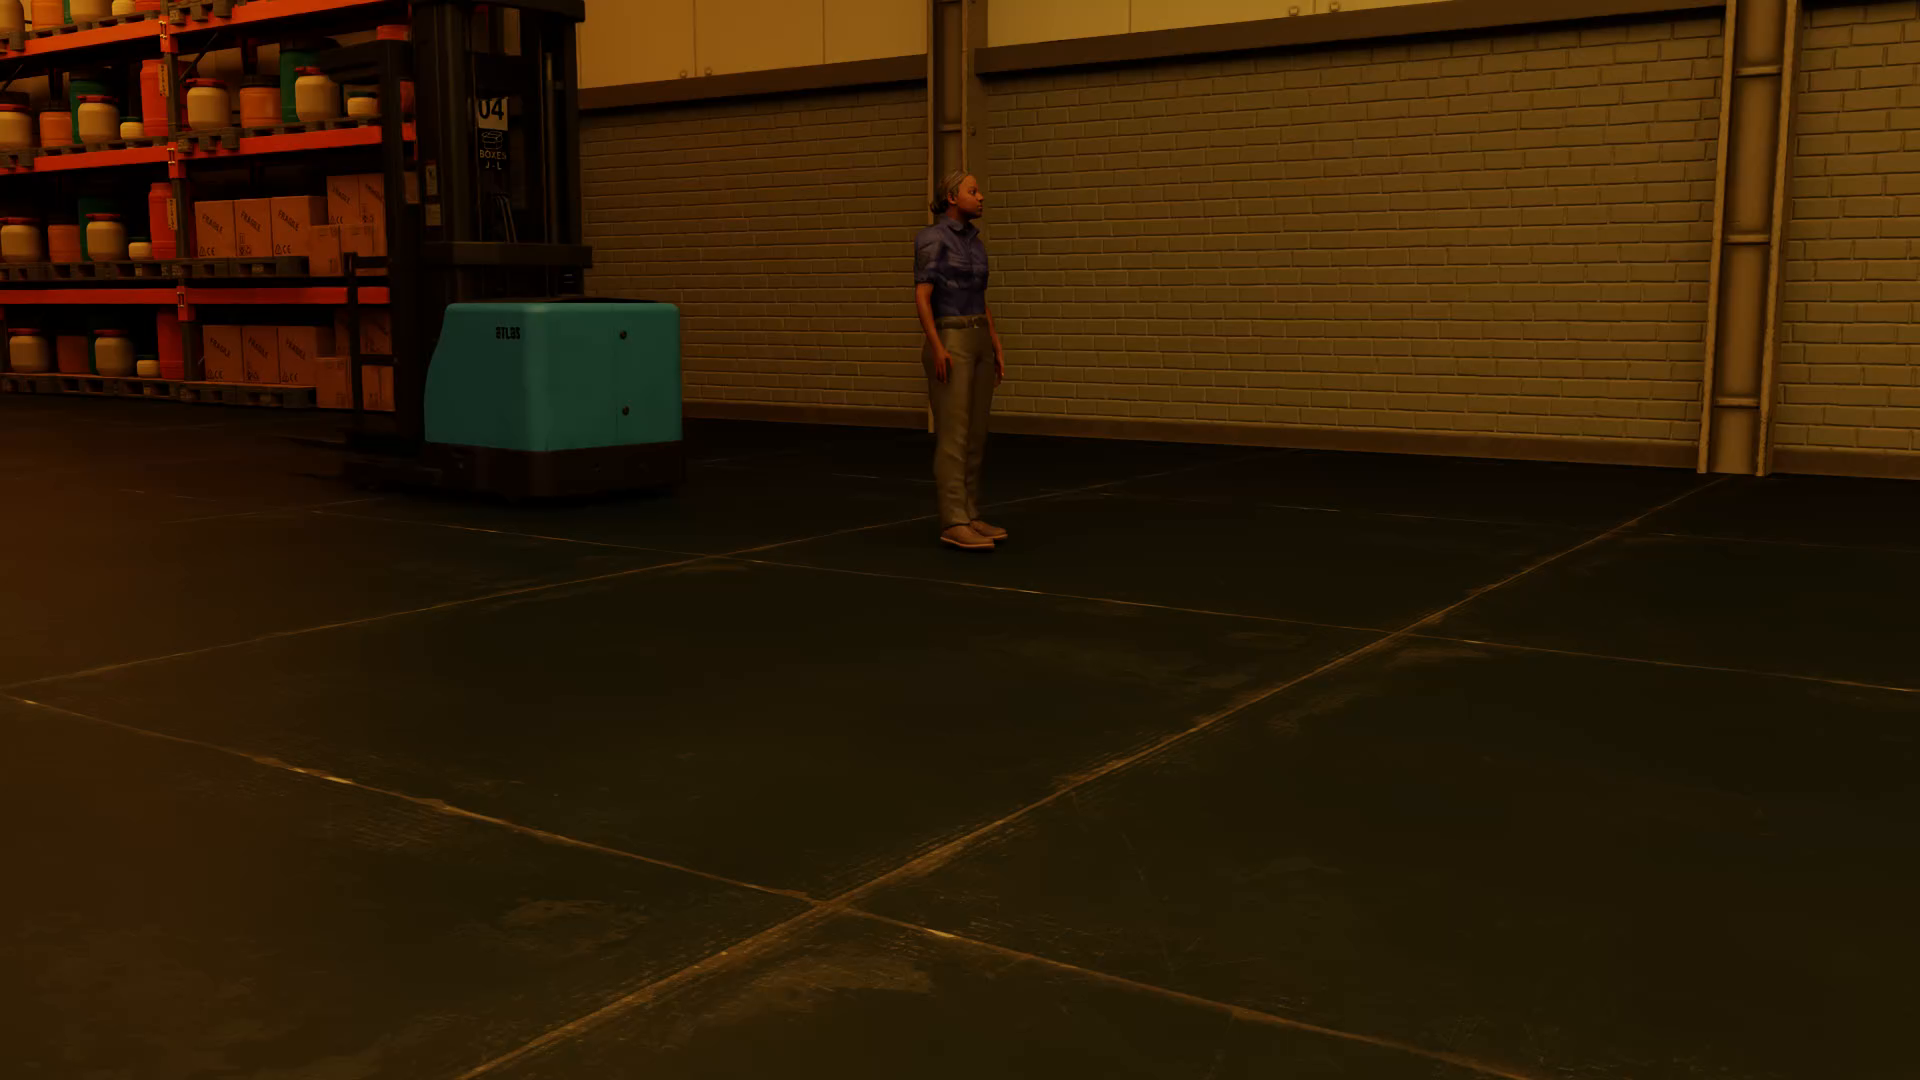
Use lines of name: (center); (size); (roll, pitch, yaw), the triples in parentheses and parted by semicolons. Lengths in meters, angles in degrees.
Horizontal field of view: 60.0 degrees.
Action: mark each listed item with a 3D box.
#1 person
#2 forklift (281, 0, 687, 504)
person: (0.062, -0.817, 7.421); (0.503, 1.656, 0.569); (5, 10, 34)
forklift: (-2.988, -1.788, 9.765); (3.031, 2.935, 1.130); (7, 11, 40)
